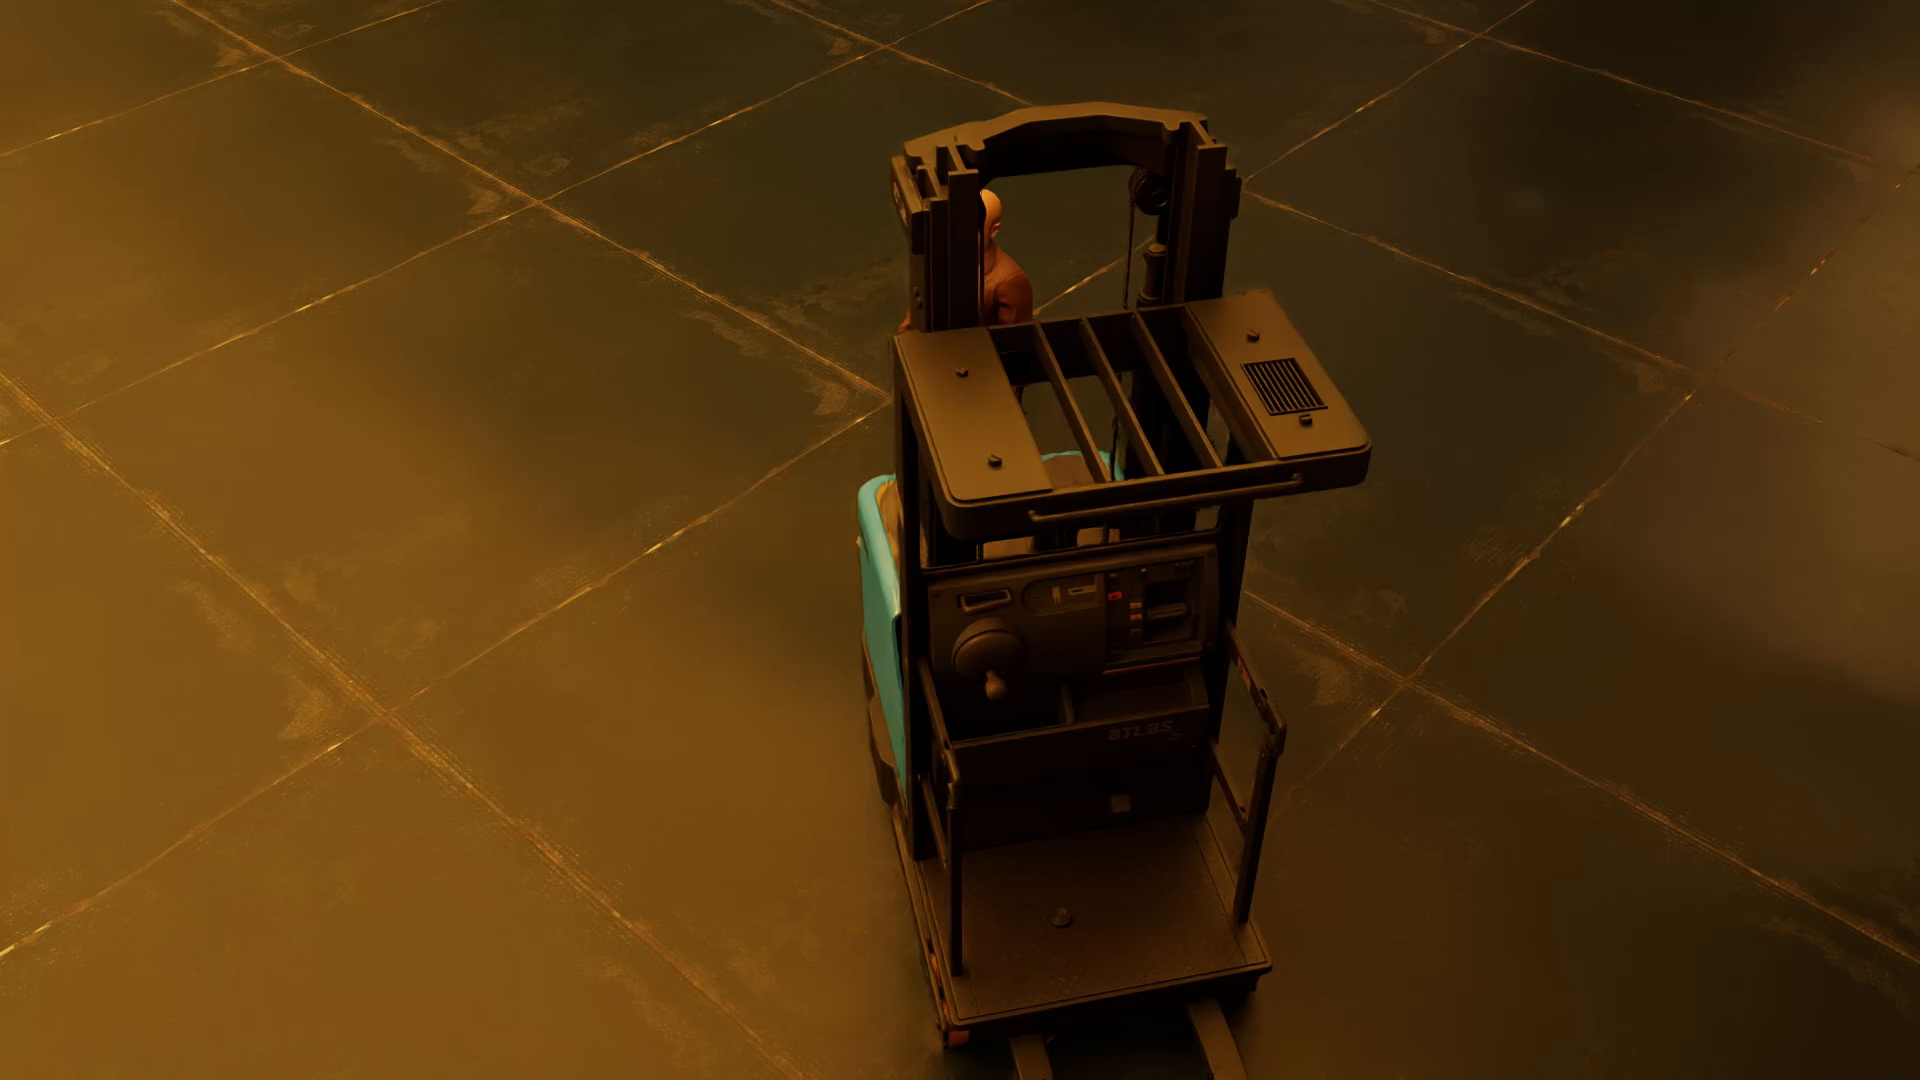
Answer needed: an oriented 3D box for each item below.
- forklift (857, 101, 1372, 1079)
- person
[{"bbox_3d":[0.409,0.337,5.035,1.130,2.935,3.031,-8,41,-9],"label":"forklift"},{"bbox_3d":[-0.067,-0.637,7.046,0.696,1.775,0.576,31,49,31],"label":"person"}]
